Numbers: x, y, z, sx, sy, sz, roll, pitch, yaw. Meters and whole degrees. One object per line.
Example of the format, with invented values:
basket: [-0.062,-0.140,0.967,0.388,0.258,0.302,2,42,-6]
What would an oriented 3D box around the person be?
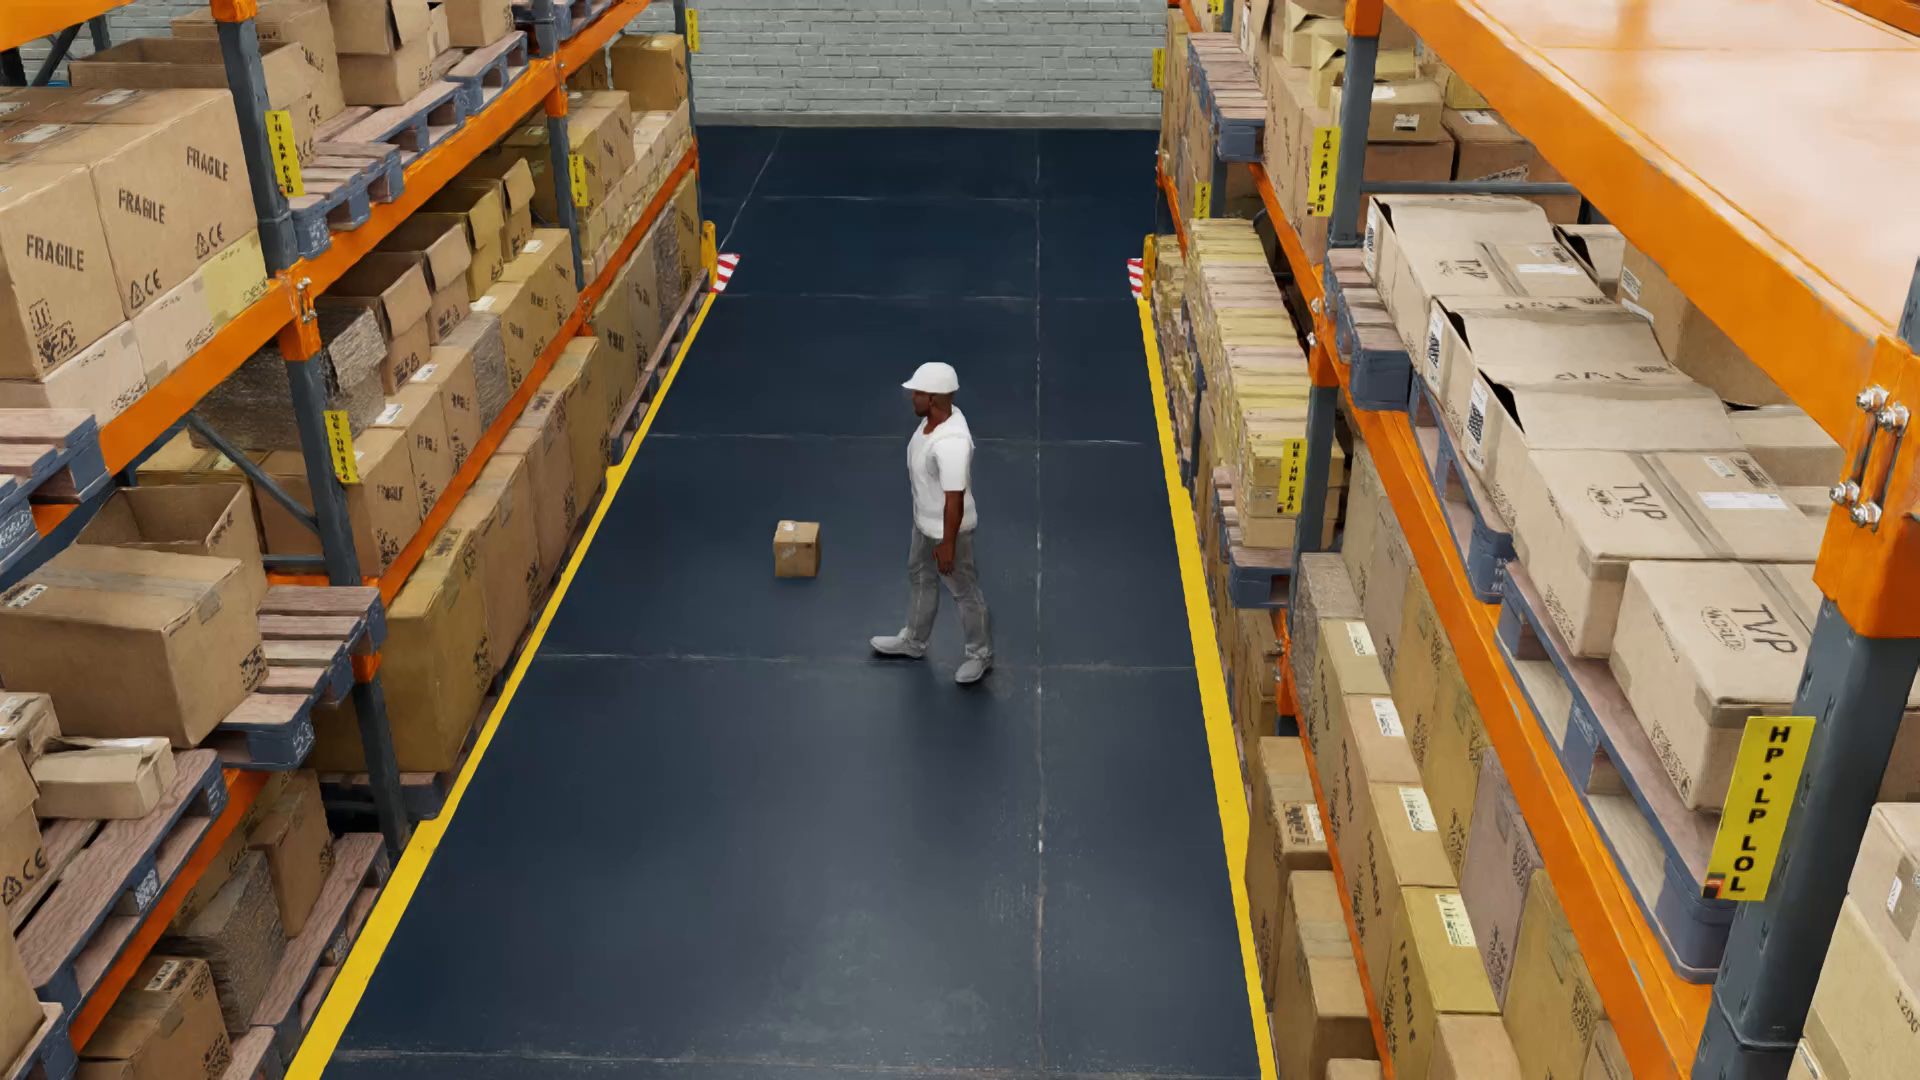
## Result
person: [-0.155,-0.113,8.795,0.633,1.766,0.709,-6,28,-12]
